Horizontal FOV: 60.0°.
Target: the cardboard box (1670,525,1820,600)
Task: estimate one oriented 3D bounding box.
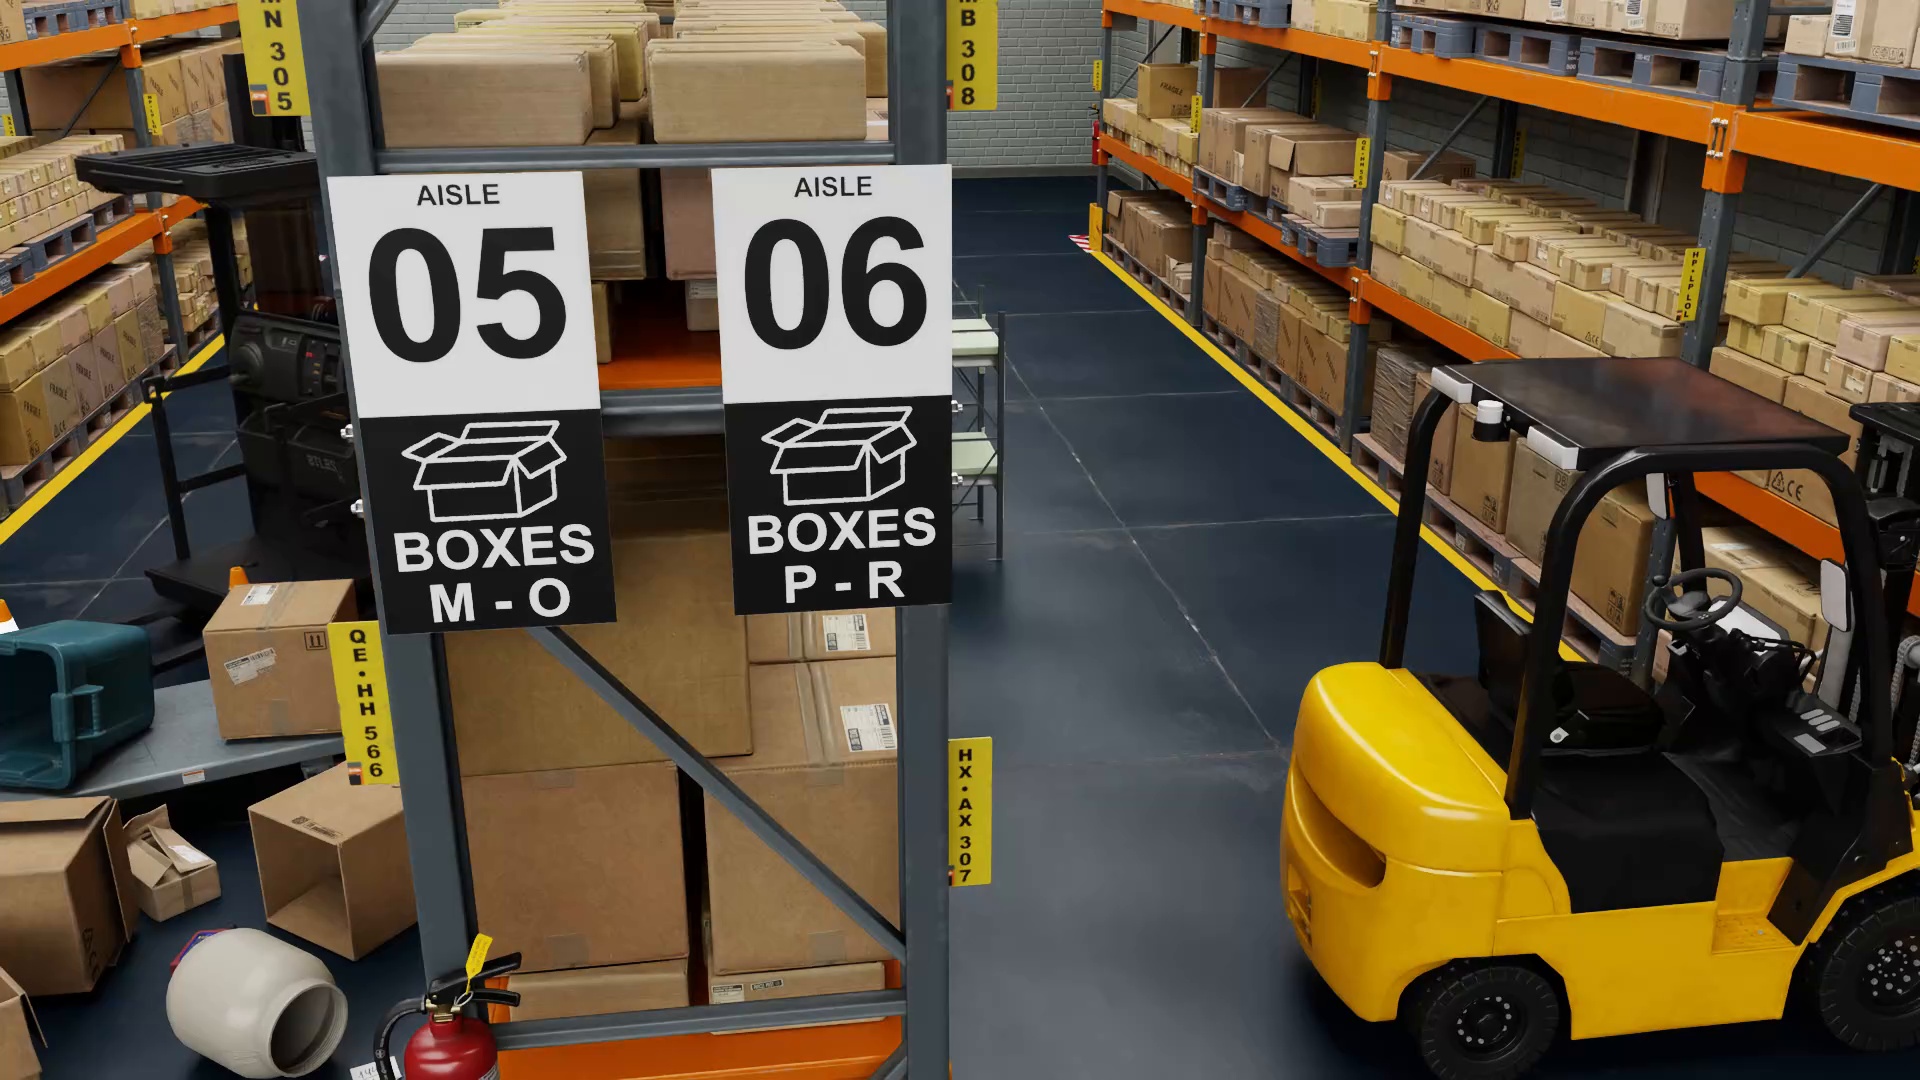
[{"bbox_3d":[3.569,0.138,7.460,0.500,0.250,0.500,-3,21,-9],"label":"cardboard box"}]

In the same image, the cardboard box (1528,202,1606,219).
[{"bbox_3d":[3.671,-1.948,10.075,0.380,0.149,0.250,-3,21,-8],"label":"cardboard box"}]

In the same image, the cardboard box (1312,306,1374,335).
[{"bbox_3d":[2.842,-1.634,12.349,0.380,0.149,0.250,-4,21,-11],"label":"cardboard box"}]

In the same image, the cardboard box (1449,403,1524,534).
[{"bbox_3d":[3.509,-0.462,9.960,0.875,0.625,0.625,-4,21,-10],"label":"cardboard box"}]

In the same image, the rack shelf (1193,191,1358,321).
[{"bbox_3d":[2.945,-2.409,13.406,1.077,0.370,4.000,-3,21,-8],"label":"rack shelf"}]

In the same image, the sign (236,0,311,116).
[{"bbox_3d":[-1.077,-0.831,2.600,0.100,0.325,0.005,-3,21,-8],"label":"sign"}]

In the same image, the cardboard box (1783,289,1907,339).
[{"bbox_3d":[3.707,-0.948,6.972,0.380,0.149,0.250,-3,21,-7],"label":"cardboard box"}]

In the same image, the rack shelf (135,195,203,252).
[{"bbox_3d":[-7.427,-3.257,15.678,1.077,0.370,4.000,-3,21,-8],"label":"rack shelf"}]

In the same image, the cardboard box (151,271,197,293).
[{"bbox_3d":[-6.964,-2.270,14.630,0.380,0.149,0.250,-2,21,-5],"label":"cardboard box"}]

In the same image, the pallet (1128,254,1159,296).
[{"bbox_3d":[2.380,-2.793,17.392,1.003,0.211,1.213,-3,21,-8],"label":"pallet"}]

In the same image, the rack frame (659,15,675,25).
[{"bbox_3d":[-1.101,-3.227,5.995,1.000,3.000,0.127,-3,21,-8],"label":"rack frame"}]

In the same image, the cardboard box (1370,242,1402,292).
[{"bbox_3d":[3.056,-1.817,11.008,0.500,0.250,0.500,-3,21,-8],"label":"cardboard box"}]

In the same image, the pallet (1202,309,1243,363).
[{"bbox_3d":[2.811,-1.852,14.873,1.003,0.211,1.213,-3,21,-8],"label":"pallet"}]

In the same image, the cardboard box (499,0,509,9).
[{"bbox_3d":[-1.272,-1.679,5.358,0.380,0.149,0.250,-3,21,-8],"label":"cardboard box"}]

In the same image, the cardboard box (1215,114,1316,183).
[{"bbox_3d":[2.580,-3.324,14.085,0.700,0.500,0.500,-3,21,-7],"label":"cardboard box"}]

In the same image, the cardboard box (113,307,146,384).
[{"bbox_3d":[-6.709,-1.506,12.935,0.500,0.500,0.500,-3,21,-9],"label":"cardboard box"}]

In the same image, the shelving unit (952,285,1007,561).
[{"bbox_3d":[0.001,-0.700,9.948,0.431,1.500,0.755,-3,21,-8],"label":"shelving unit"}]

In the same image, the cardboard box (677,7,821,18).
[{"bbox_3d":[-0.562,-1.355,4.488,0.380,0.149,0.250,-2,21,-7],"label":"cardboard box"}]

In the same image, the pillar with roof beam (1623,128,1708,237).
[{"bbox_3d":[0.053,-4.241,8.708,9.100,9.000,0.400,-3,21,-8],"label":"pillar with roof beam"}]

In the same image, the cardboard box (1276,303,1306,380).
[{"bbox_3d":[2.820,-1.569,13.103,0.500,0.500,0.500,-2,21,-5],"label":"cardboard box"}]

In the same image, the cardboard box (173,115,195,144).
[{"bbox_3d":[-7.039,-3.443,14.580,0.500,0.500,0.500,-3,21,-8],"label":"cardboard box"}]

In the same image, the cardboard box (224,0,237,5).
[{"bbox_3d":[-7.307,-5.301,16.050,0.500,0.250,0.500,-3,21,-8],"label":"cardboard box"}]

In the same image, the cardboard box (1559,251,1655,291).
[{"bbox_3d":[3.334,-1.386,8.571,0.380,0.149,0.250,-4,21,-9],"label":"cardboard box"}]

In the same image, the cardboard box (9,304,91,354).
[{"bbox_3d":[-6.553,-1.492,11.826,0.500,0.250,0.500,-3,21,-7],"label":"cardboard box"}]

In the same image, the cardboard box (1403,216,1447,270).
[{"bbox_3d":[3.127,-1.878,10.456,0.500,0.250,0.500,-2,21,-6],"label":"cardboard box"}]

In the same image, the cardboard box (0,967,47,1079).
[{"bbox_3d":[-3.283,1.657,5.060,0.637,0.503,0.797,17,27,39],"label":"cardboard box"}]

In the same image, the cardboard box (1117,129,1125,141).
[{"bbox_3d":[1.939,-4.492,18.315,0.380,0.149,0.250,-2,21,-6],"label":"cardboard box"}]

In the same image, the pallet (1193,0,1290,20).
[{"bbox_3d":[2.681,-4.526,14.028,1.213,0.211,1.003,-3,21,-8],"label":"pallet"}]

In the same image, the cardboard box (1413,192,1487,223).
[{"bbox_3d":[3.090,-2.099,10.478,0.380,0.149,0.250,-2,21,-6],"label":"cardboard box"}]

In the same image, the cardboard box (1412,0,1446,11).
[{"bbox_3d":[3.097,-3.486,10.089,0.500,0.500,0.500,-3,21,-7],"label":"cardboard box"}]

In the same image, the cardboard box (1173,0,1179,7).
[{"bbox_3d":[2.219,-5.099,15.653,0.380,0.149,0.250,-3,21,-8],"label":"cardboard box"}]

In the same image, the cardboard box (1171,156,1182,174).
[{"bbox_3d":[2.240,-3.596,15.916,0.380,0.149,0.250,-2,21,-6],"label":"cardboard box"}]

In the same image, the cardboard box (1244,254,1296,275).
[{"bbox_3d":[2.663,-2.356,14.281,0.380,0.149,0.250,-3,21,-9],"label":"cardboard box"}]

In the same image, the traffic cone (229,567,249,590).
[{"bbox_3d":[-3.697,0.363,8.583,0.336,0.463,0.334,-3,21,-8],"label":"traffic cone"}]

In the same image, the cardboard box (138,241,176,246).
[{"bbox_3d":[-7.766,-2.773,15.979,0.380,0.149,0.250,-3,21,-7],"label":"cardboard box"}]

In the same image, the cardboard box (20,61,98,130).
[{"bbox_3d":[-7.474,-3.706,13.853,0.500,0.500,0.500,-4,21,-10],"label":"cardboard box"}]

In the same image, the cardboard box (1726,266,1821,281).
[{"bbox_3d":[3.985,-1.247,8.198,0.380,0.149,0.250,-4,21,-10],"label":"cardboard box"}]

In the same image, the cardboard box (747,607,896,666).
[{"bbox_3d":[-0.396,0.425,4.223,0.500,0.500,0.500,-2,21,-6],"label":"cardboard box"}]

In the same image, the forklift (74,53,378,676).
[{"bbox_3d":[-3.605,-0.922,8.496,1.130,2.935,3.031,13,24,30],"label":"forklift"}]

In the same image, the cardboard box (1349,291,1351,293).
[{"bbox_3d":[3.307,-1.941,13.172,0.380,0.149,0.250,-3,21,-9],"label":"cardboard box"}]

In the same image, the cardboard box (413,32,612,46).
[{"bbox_3d":[-0.920,-0.974,3.468,0.380,0.149,0.250,-3,21,-8],"label":"cardboard box"}]

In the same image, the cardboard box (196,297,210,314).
[{"bbox_3d":[-6.998,-2.081,14.975,0.380,0.149,0.250,-3,21,-8],"label":"cardboard box"}]

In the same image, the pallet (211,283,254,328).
[{"bbox_3d":[-7.449,-2.250,15.938,1.003,0.211,1.213,-3,21,-8],"label":"pallet"}]

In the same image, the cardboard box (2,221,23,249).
[{"bbox_3d":[-6.545,-2.041,11.152,0.380,0.149,0.250,-2,21,-5],"label":"cardboard box"}]

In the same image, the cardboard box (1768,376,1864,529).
[{"bbox_3d":[3.707,-0.369,6.774,0.500,0.500,0.500,-3,21,-7],"label":"cardboard box"}]

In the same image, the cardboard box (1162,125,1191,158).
[{"bbox_3d":[2.255,-3.844,16.010,0.500,0.250,0.500,-3,21,-8],"label":"cardboard box"}]

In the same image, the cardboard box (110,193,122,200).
[{"bbox_3d":[-6.847,-2.763,13.087,0.380,0.149,0.250,-3,21,-7],"label":"cardboard box"}]

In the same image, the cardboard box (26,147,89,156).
[{"bbox_3d":[-6.774,-2.857,12.487,0.380,0.149,0.250,-3,21,-8],"label":"cardboard box"}]

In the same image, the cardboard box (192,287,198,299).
[{"bbox_3d":[-7.070,-2.210,14.894,0.380,0.149,0.250,-3,21,-8],"label":"cardboard box"}]

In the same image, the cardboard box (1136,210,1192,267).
[{"bbox_3d":[2.137,-3.146,17.325,0.500,0.500,0.500,-3,21,-7],"label":"cardboard box"}]

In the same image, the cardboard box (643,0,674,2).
[{"bbox_3d":[-1.311,-2.377,6.905,0.500,0.250,0.500,-2,21,-7],"label":"cardboard box"}]

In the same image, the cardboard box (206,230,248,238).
[{"bbox_3d":[-7.271,-2.990,16.559,0.380,0.149,0.250,-4,21,-10],"label":"cardboard box"}]

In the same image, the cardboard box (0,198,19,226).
[{"bbox_3d":[-6.552,-2.186,11.116,0.380,0.149,0.250,-3,21,-8],"label":"cardboard box"}]

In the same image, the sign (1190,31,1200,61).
[{"bbox_3d":[2.632,-5.535,18.641,0.100,0.325,0.005,-3,21,-8],"label":"sign"}]

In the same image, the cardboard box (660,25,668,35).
[{"bbox_3d":[-1.309,-1.725,6.049,0.500,0.250,0.500,-3,21,-9],"label":"cardboard box"}]
